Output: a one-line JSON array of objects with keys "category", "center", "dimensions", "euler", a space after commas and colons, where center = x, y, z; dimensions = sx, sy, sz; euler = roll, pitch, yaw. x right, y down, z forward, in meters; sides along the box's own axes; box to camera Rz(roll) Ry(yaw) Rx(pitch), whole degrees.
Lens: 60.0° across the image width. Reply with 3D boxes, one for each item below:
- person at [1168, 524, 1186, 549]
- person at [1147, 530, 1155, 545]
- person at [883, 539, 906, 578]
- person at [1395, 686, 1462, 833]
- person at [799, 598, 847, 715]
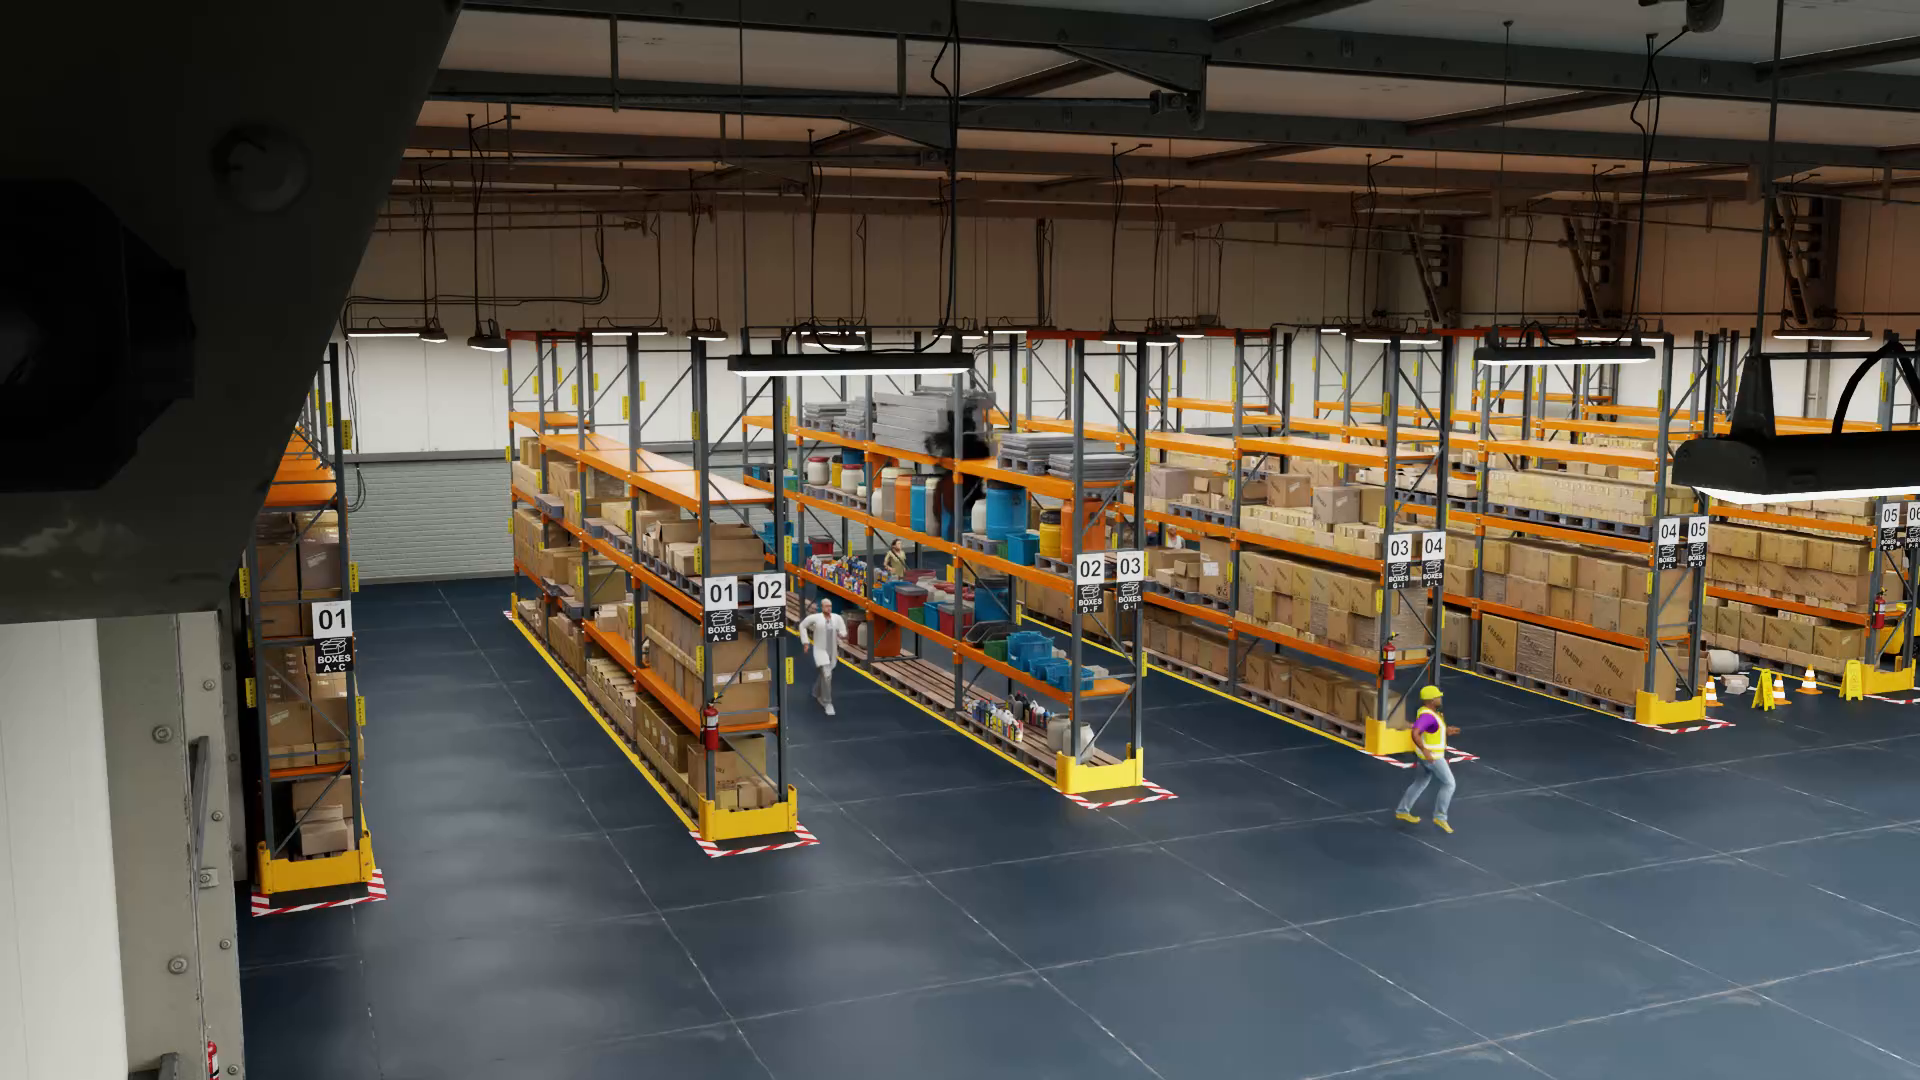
[{"category": "person", "center": [4.668, 0.513, 36.463], "dimensions": [0.650, 1.768, 0.685], "euler": [-2, 8, -12]}, {"category": "person", "center": [4.692, -0.100, 41.740], "dimensions": [0.478, 1.542, 0.536], "euler": [-3, 8, -20]}, {"category": "person", "center": [-1.348, 0.782, 34.945], "dimensions": [0.573, 1.644, 0.583], "euler": [-5, 9, -32]}, {"category": "person", "center": [5.772, 2.691, 20.425], "dimensions": [0.765, 1.829, 0.669], "euler": [0, 8, 2]}, {"category": "person", "center": [-2.157, 1.841, 26.590], "dimensions": [0.666, 1.847, 0.937], "euler": [-5, 9, -35]}]
